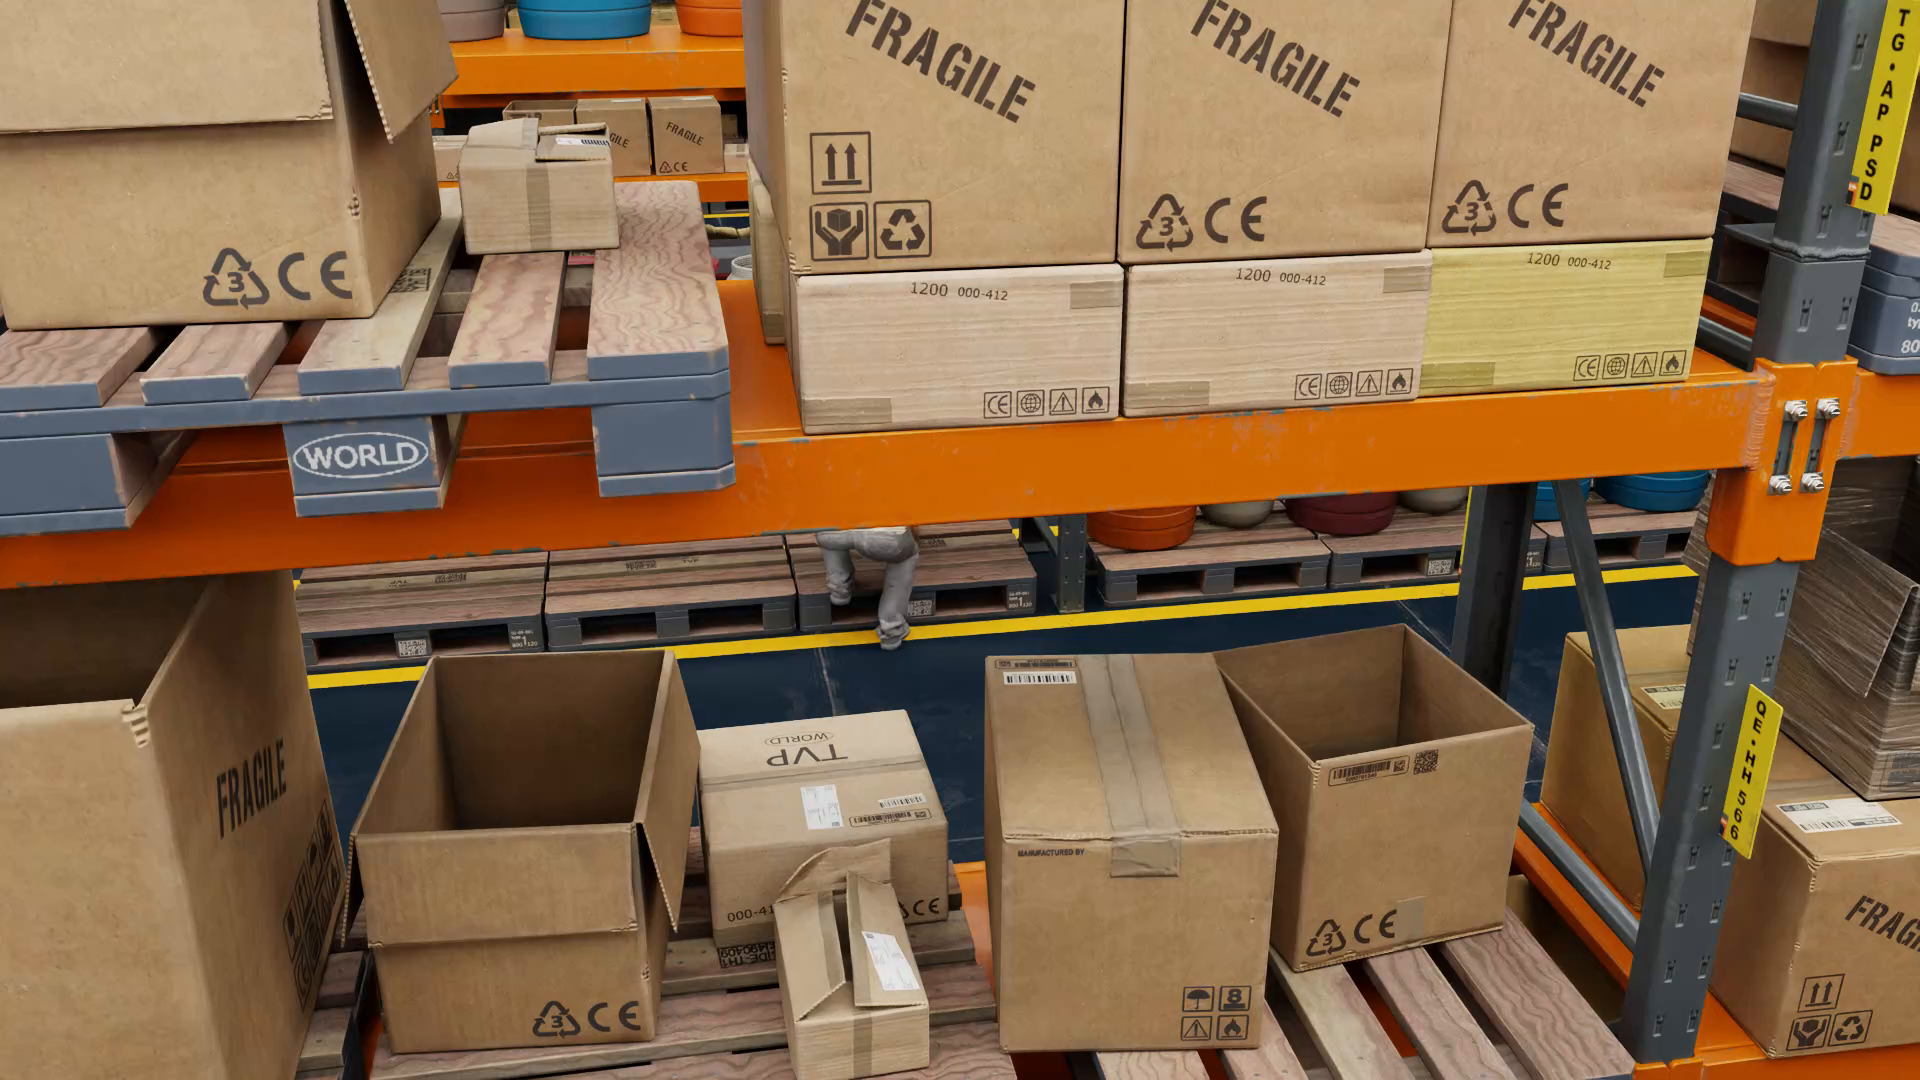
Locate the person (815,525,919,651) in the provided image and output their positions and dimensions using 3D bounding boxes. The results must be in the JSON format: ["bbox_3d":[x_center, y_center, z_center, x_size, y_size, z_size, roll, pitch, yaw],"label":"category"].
[{"bbox_3d":[-0.483,-0.137,8.043,0.582,1.257,0.840,3,23,6],"label":"person"}]
